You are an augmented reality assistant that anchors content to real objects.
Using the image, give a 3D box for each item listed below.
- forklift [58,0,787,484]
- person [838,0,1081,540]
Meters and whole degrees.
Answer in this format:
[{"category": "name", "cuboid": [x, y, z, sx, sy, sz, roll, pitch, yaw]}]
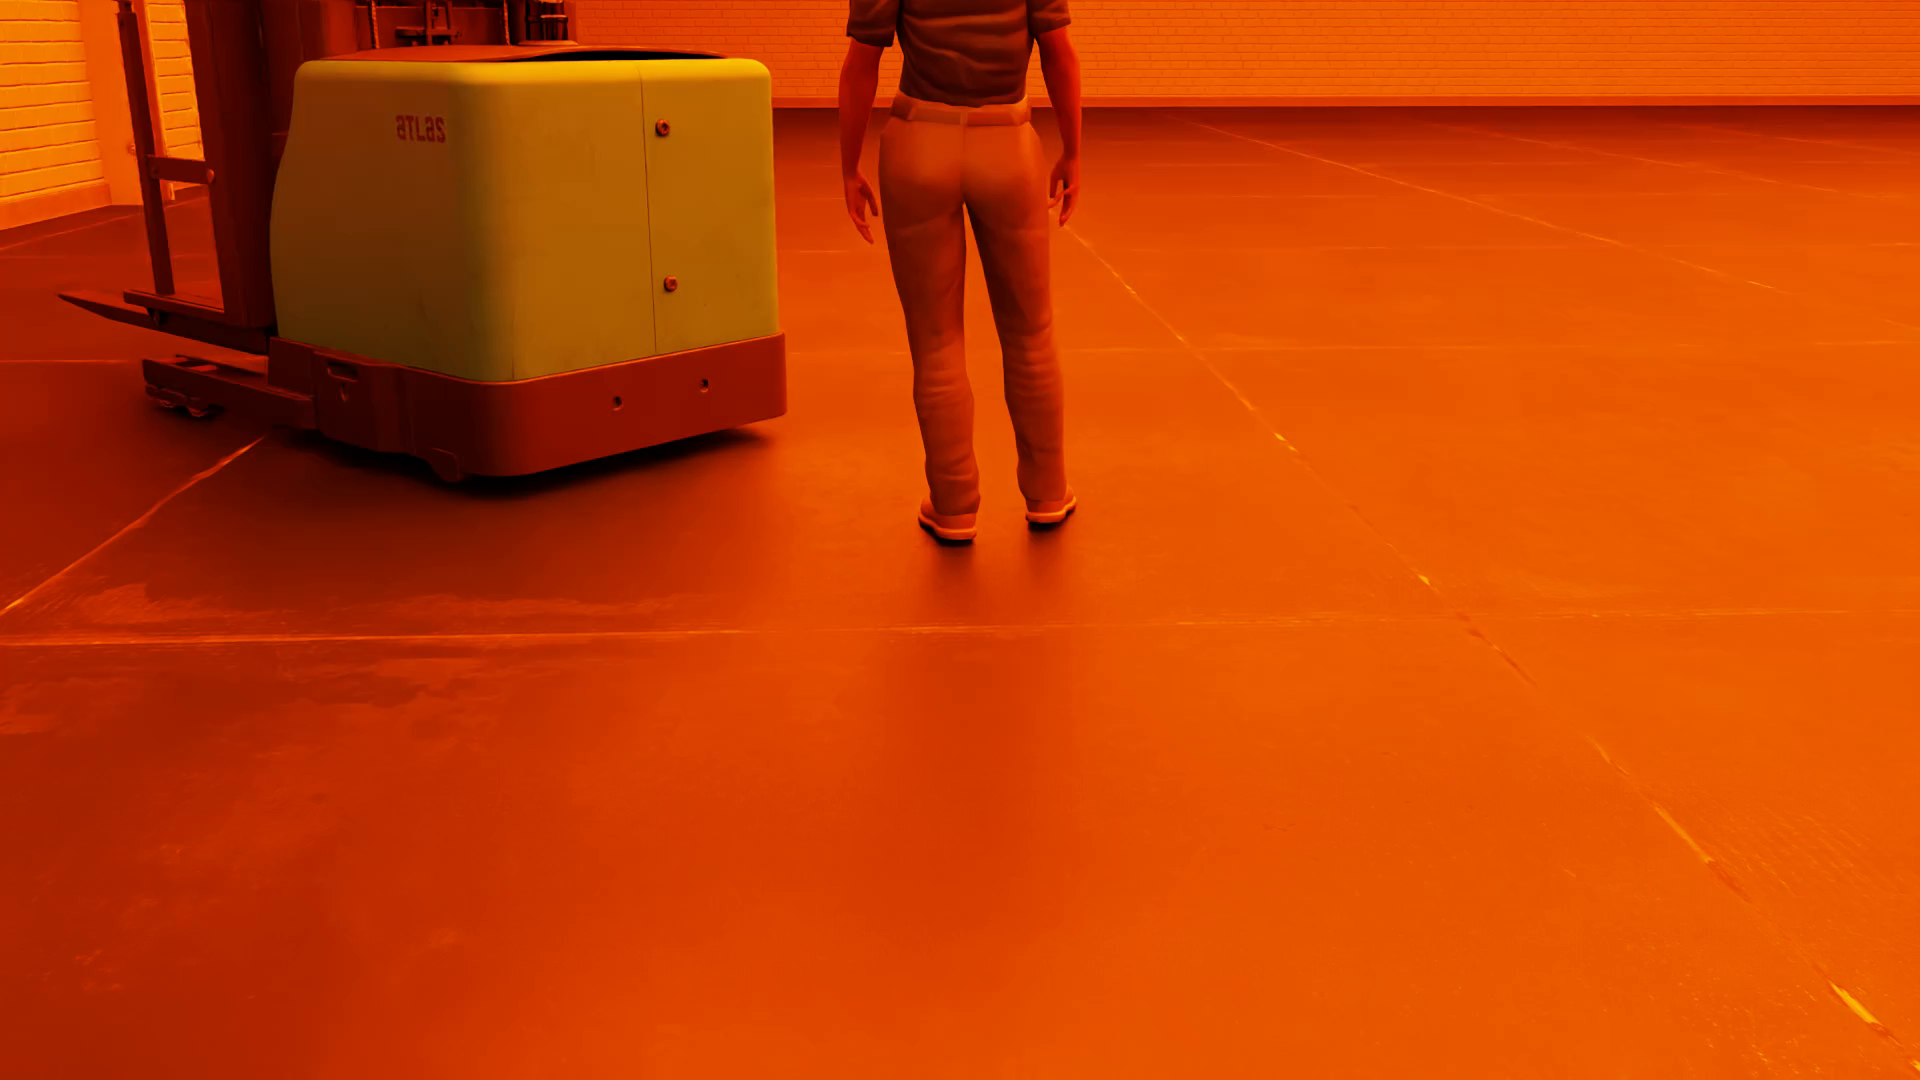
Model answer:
[{"category": "forklift", "cuboid": [-1.957, -1.883, 5.064, 3.031, 2.935, 1.130, 14, 22, 38]}, {"category": "person", "cuboid": [0.015, -0.819, 3.761, 0.569, 1.644, 0.503, -1, 17, -3]}]
